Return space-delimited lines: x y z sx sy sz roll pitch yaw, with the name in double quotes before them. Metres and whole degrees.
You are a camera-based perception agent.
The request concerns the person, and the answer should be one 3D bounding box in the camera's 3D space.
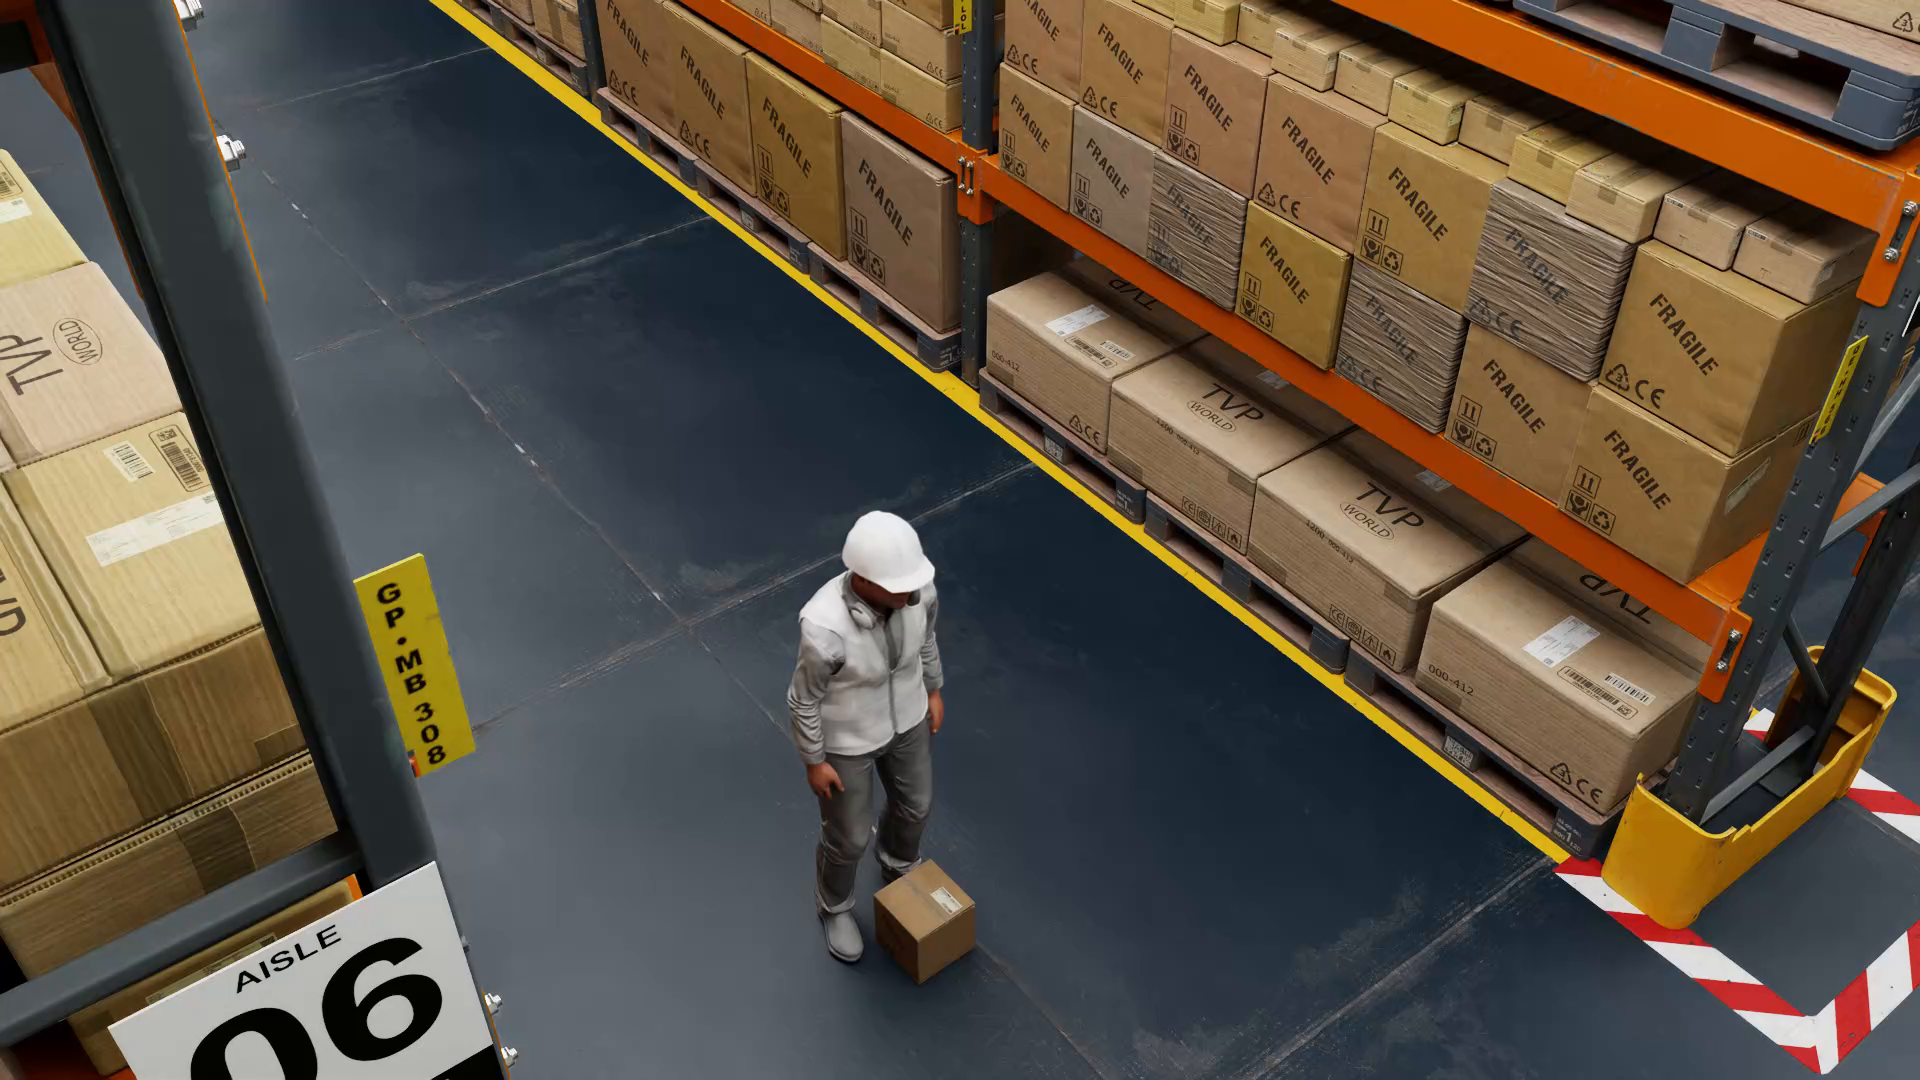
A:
"person" -0.284 0.602 5.420 0.586 1.770 0.463 -29 48 -30
